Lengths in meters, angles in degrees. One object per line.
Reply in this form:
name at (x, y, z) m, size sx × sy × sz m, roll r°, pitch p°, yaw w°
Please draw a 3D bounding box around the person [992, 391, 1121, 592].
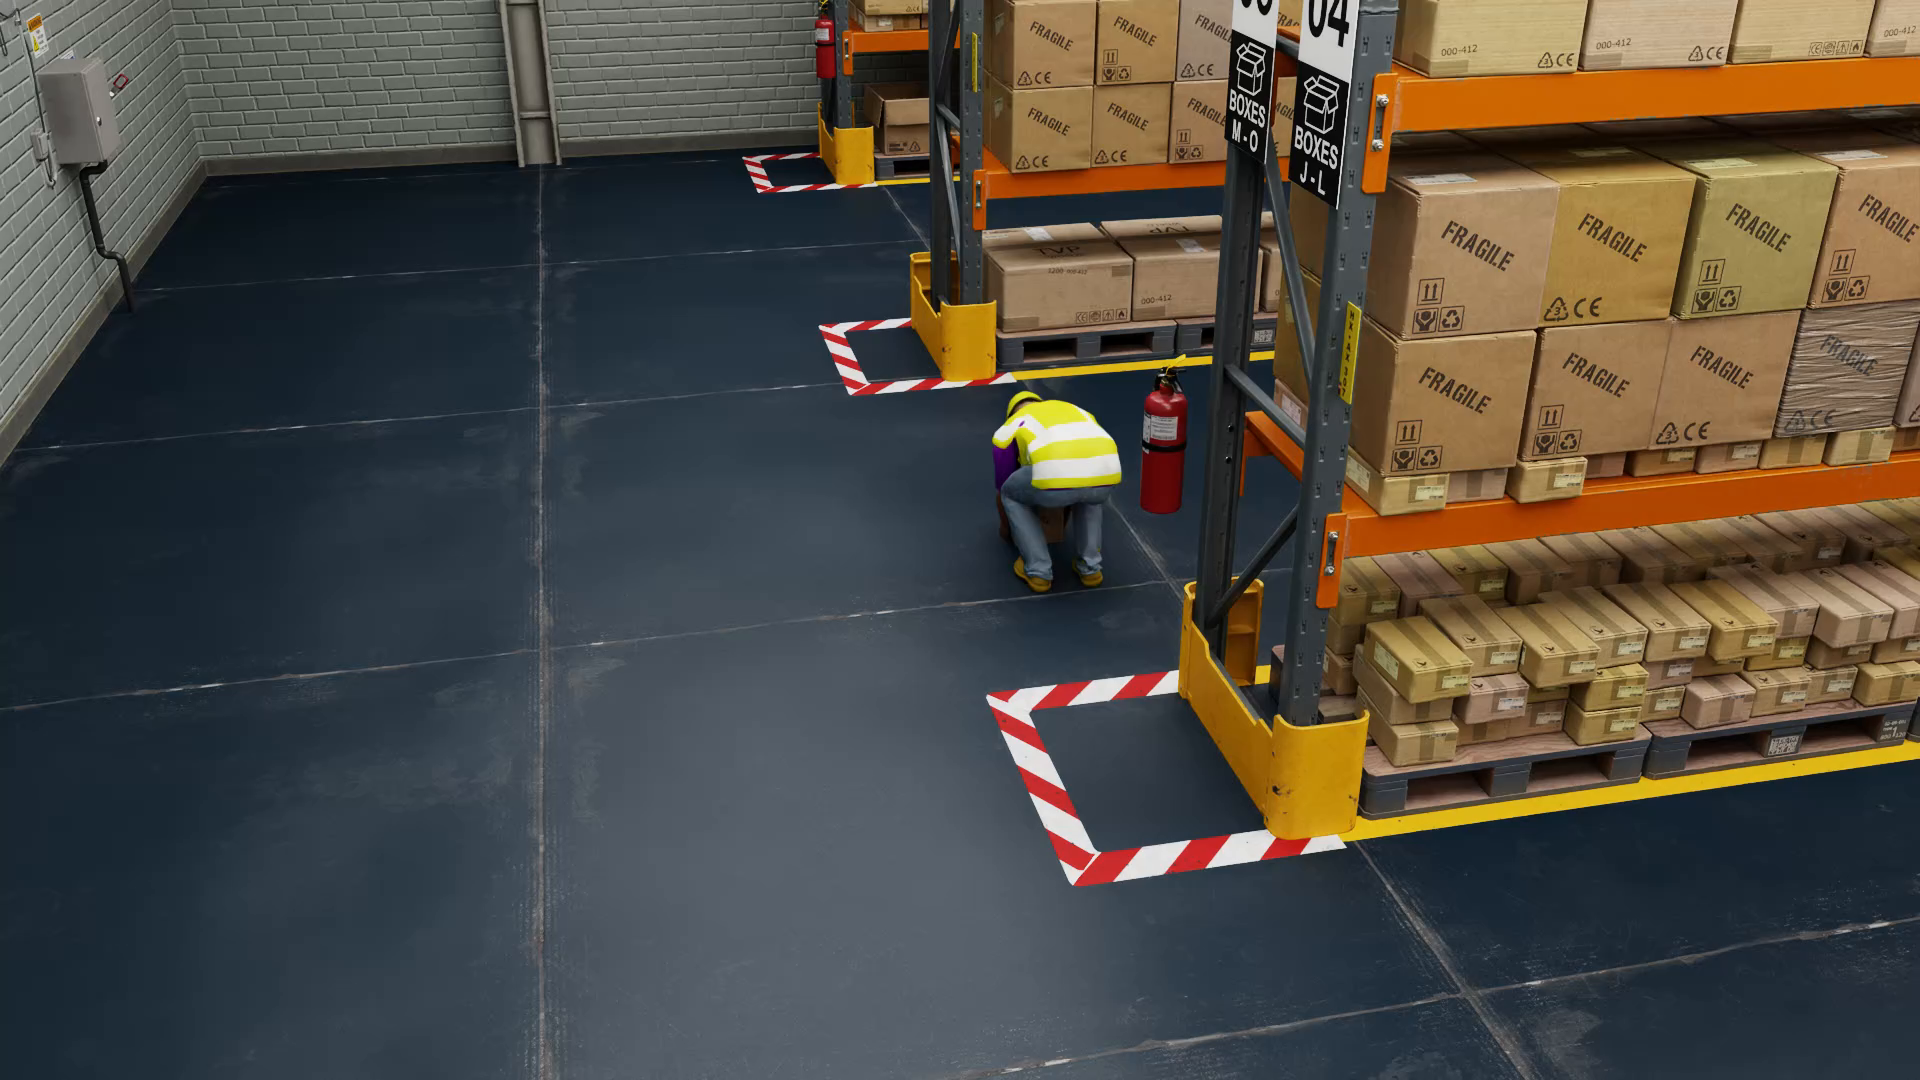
person at (0.440, -0.261, 8.160) m, size 0.517 × 0.862 × 0.980 m, roll -7°, pitch 27°, yaw -13°
